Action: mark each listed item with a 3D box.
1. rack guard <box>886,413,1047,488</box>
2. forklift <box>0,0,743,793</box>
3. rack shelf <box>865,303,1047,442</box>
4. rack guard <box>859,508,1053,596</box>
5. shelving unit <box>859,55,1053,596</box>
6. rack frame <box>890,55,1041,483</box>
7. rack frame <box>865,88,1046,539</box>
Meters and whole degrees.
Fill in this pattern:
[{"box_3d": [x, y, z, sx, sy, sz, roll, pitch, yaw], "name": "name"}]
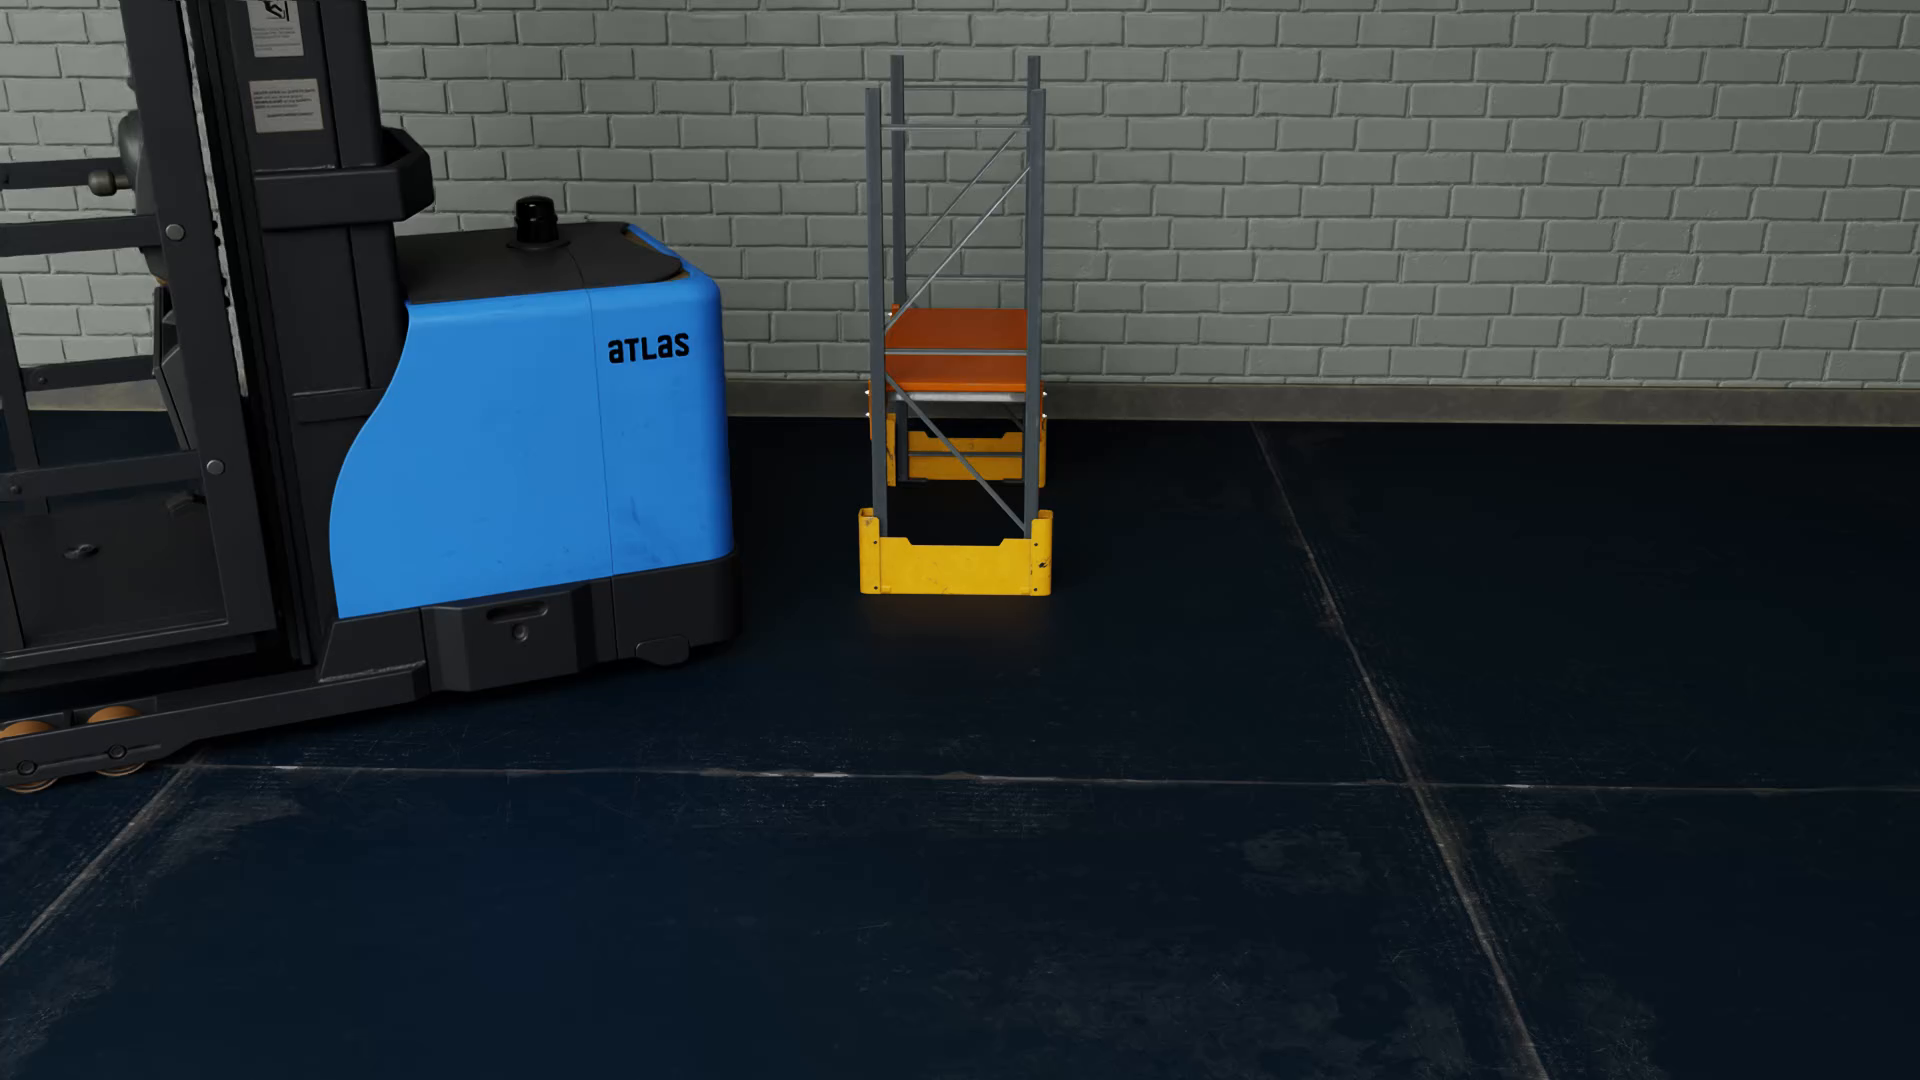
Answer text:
[{"box_3d": [0.017, -0.324, 6.019, 0.587, 0.250, 0.087, 1, 21, 2], "name": "rack guard"}, {"box_3d": [-2.174, -0.980, 4.003, 3.031, 2.935, 1.130, -9, 23, -22], "name": "forklift"}, {"box_3d": [0.003, -0.562, 5.402, 0.538, 0.185, 1.000, 1, 21, 2], "name": "rack shelf"}, {"box_3d": [-0.013, 0.036, 5.091, 0.587, 0.250, 0.087, 1, 21, 2], "name": "rack guard"}, {"box_3d": [0.002, -0.727, 5.329, 0.587, 1.500, 1.083, 1, 21, 2], "name": "shelving unit"}, {"box_3d": [0.018, -0.914, 5.811, 0.500, 1.500, 0.032, 1, 21, 2], "name": "rack frame"}, {"box_3d": [-0.013, -0.546, 4.863, 0.500, 1.500, 0.032, 1, 21, 2], "name": "rack frame"}]
